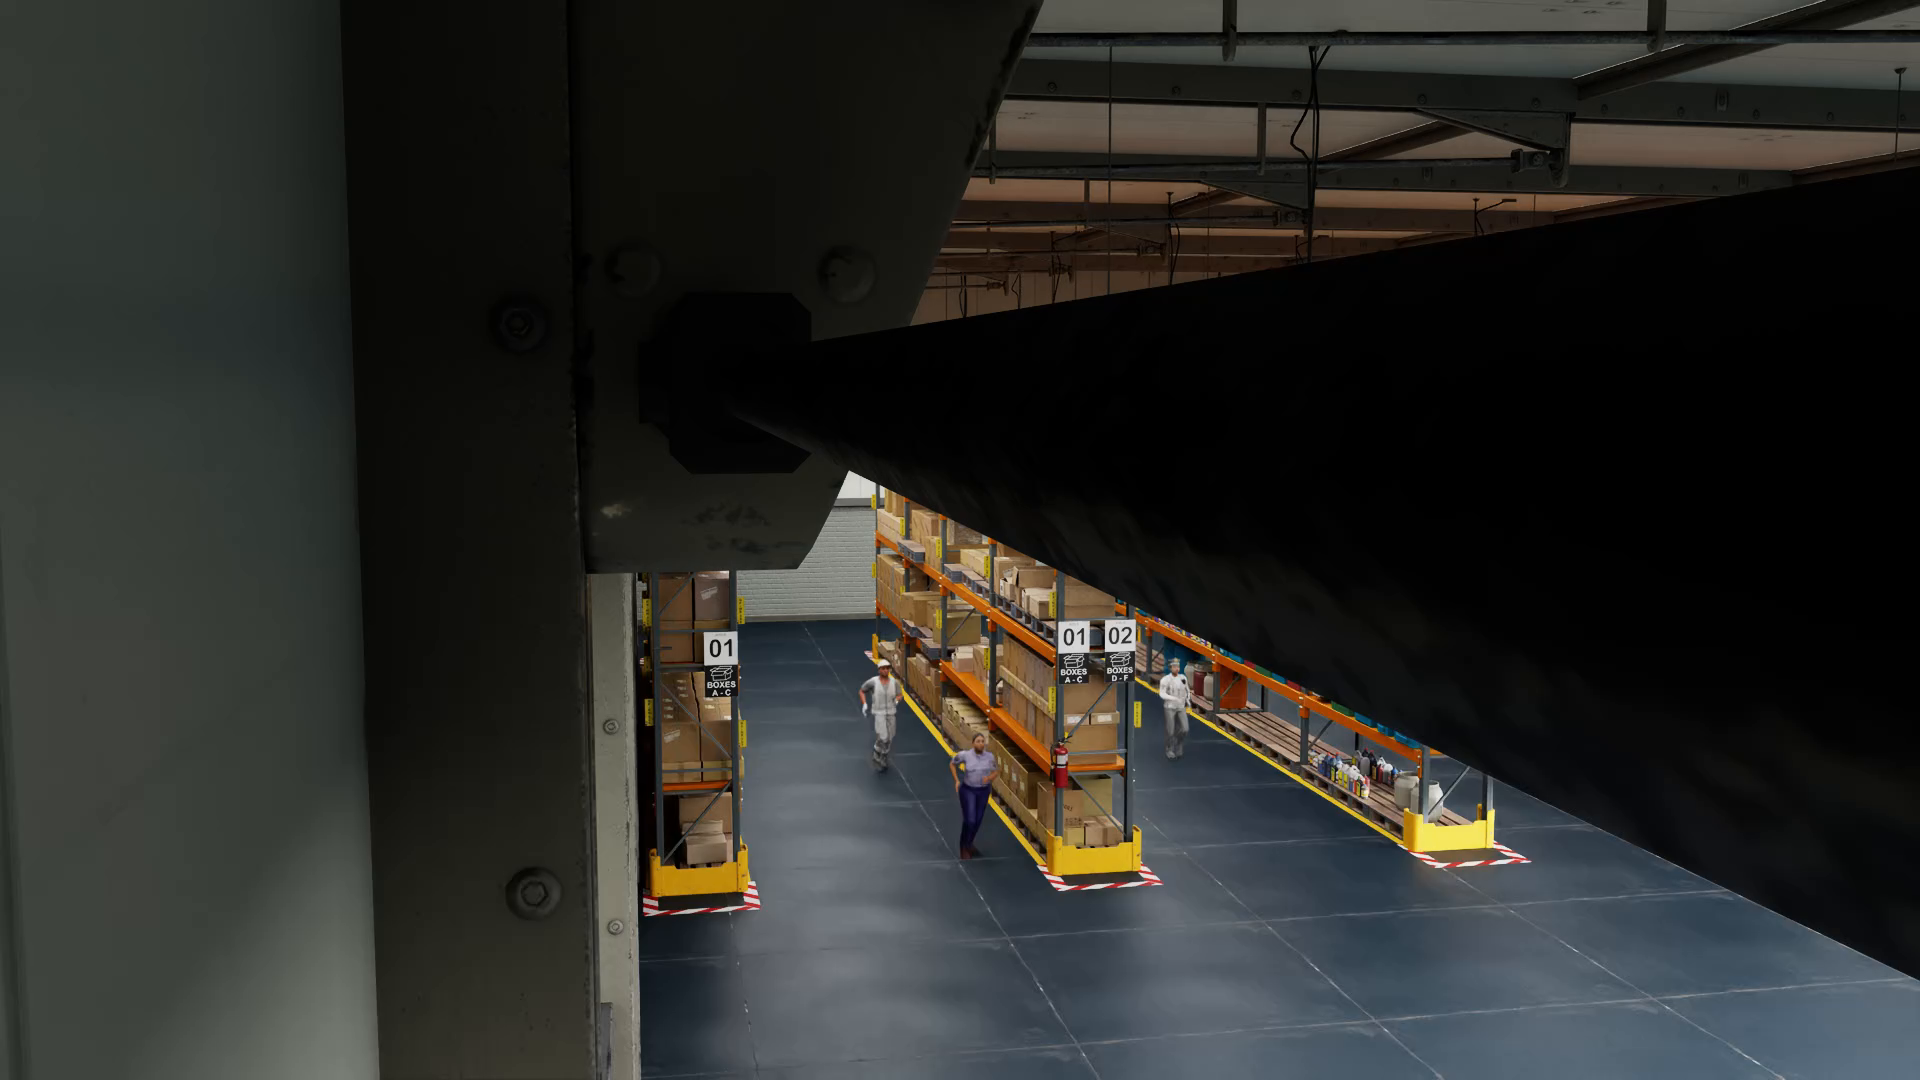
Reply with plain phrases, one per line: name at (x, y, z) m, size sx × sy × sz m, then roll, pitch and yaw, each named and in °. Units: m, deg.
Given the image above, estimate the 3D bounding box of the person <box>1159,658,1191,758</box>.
person at (3.504, 2.727, 26.905) m, size 0.590 × 1.660 × 0.619 m, roll -1°, pitch 6°, yaw -12°

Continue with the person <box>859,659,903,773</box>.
person at (-1.191, 2.762, 26.089) m, size 0.641 × 1.774 × 0.690 m, roll -3°, pitch 6°, yaw -23°

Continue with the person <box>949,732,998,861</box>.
person at (0.195, 3.326, 21.631) m, size 0.590 × 1.678 × 0.688 m, roll -2°, pitch 6°, yaw -17°
